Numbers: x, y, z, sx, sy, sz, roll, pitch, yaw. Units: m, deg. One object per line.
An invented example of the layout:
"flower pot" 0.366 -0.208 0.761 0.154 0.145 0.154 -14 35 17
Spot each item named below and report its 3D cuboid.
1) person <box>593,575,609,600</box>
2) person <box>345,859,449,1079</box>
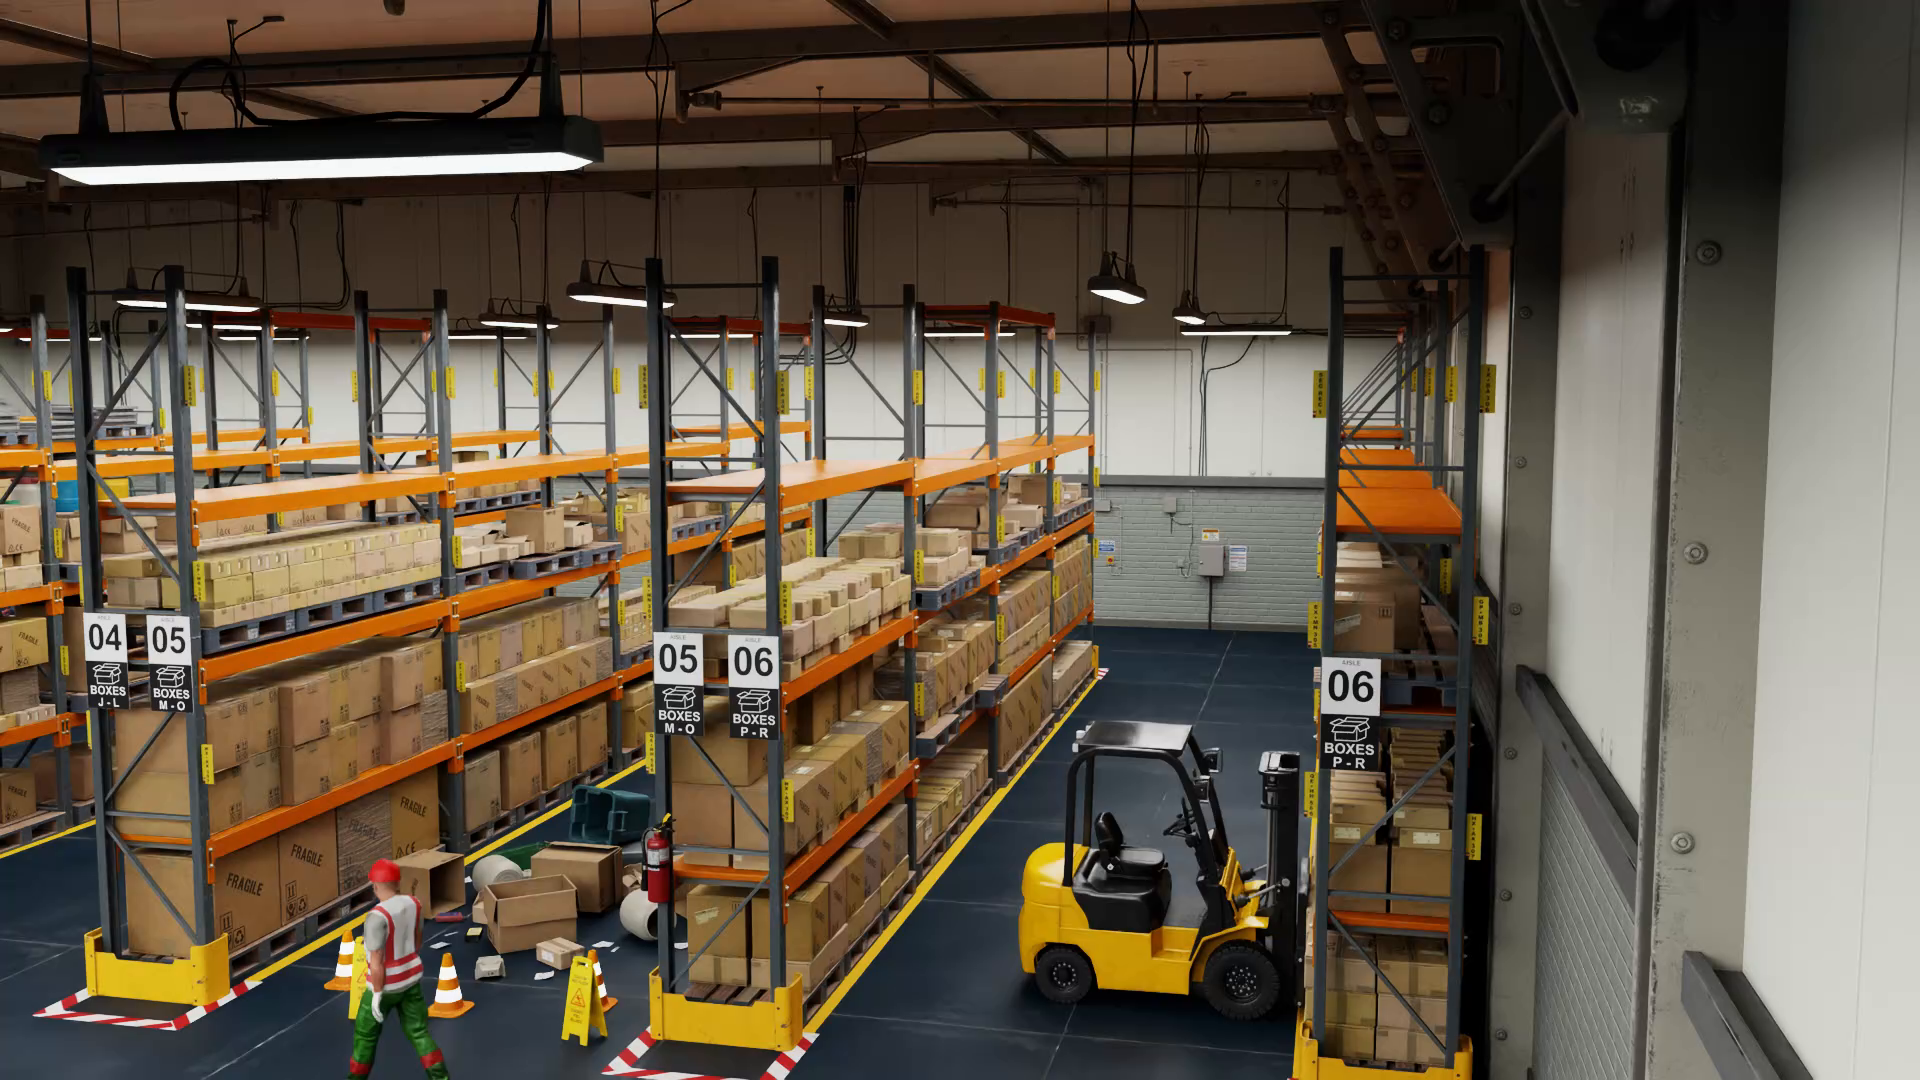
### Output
"person" -6.341 1.383 29.595 0.446 1.539 0.972 1 6 11
"person" -4.034 3.115 11.718 0.911 1.753 0.566 3 6 25
